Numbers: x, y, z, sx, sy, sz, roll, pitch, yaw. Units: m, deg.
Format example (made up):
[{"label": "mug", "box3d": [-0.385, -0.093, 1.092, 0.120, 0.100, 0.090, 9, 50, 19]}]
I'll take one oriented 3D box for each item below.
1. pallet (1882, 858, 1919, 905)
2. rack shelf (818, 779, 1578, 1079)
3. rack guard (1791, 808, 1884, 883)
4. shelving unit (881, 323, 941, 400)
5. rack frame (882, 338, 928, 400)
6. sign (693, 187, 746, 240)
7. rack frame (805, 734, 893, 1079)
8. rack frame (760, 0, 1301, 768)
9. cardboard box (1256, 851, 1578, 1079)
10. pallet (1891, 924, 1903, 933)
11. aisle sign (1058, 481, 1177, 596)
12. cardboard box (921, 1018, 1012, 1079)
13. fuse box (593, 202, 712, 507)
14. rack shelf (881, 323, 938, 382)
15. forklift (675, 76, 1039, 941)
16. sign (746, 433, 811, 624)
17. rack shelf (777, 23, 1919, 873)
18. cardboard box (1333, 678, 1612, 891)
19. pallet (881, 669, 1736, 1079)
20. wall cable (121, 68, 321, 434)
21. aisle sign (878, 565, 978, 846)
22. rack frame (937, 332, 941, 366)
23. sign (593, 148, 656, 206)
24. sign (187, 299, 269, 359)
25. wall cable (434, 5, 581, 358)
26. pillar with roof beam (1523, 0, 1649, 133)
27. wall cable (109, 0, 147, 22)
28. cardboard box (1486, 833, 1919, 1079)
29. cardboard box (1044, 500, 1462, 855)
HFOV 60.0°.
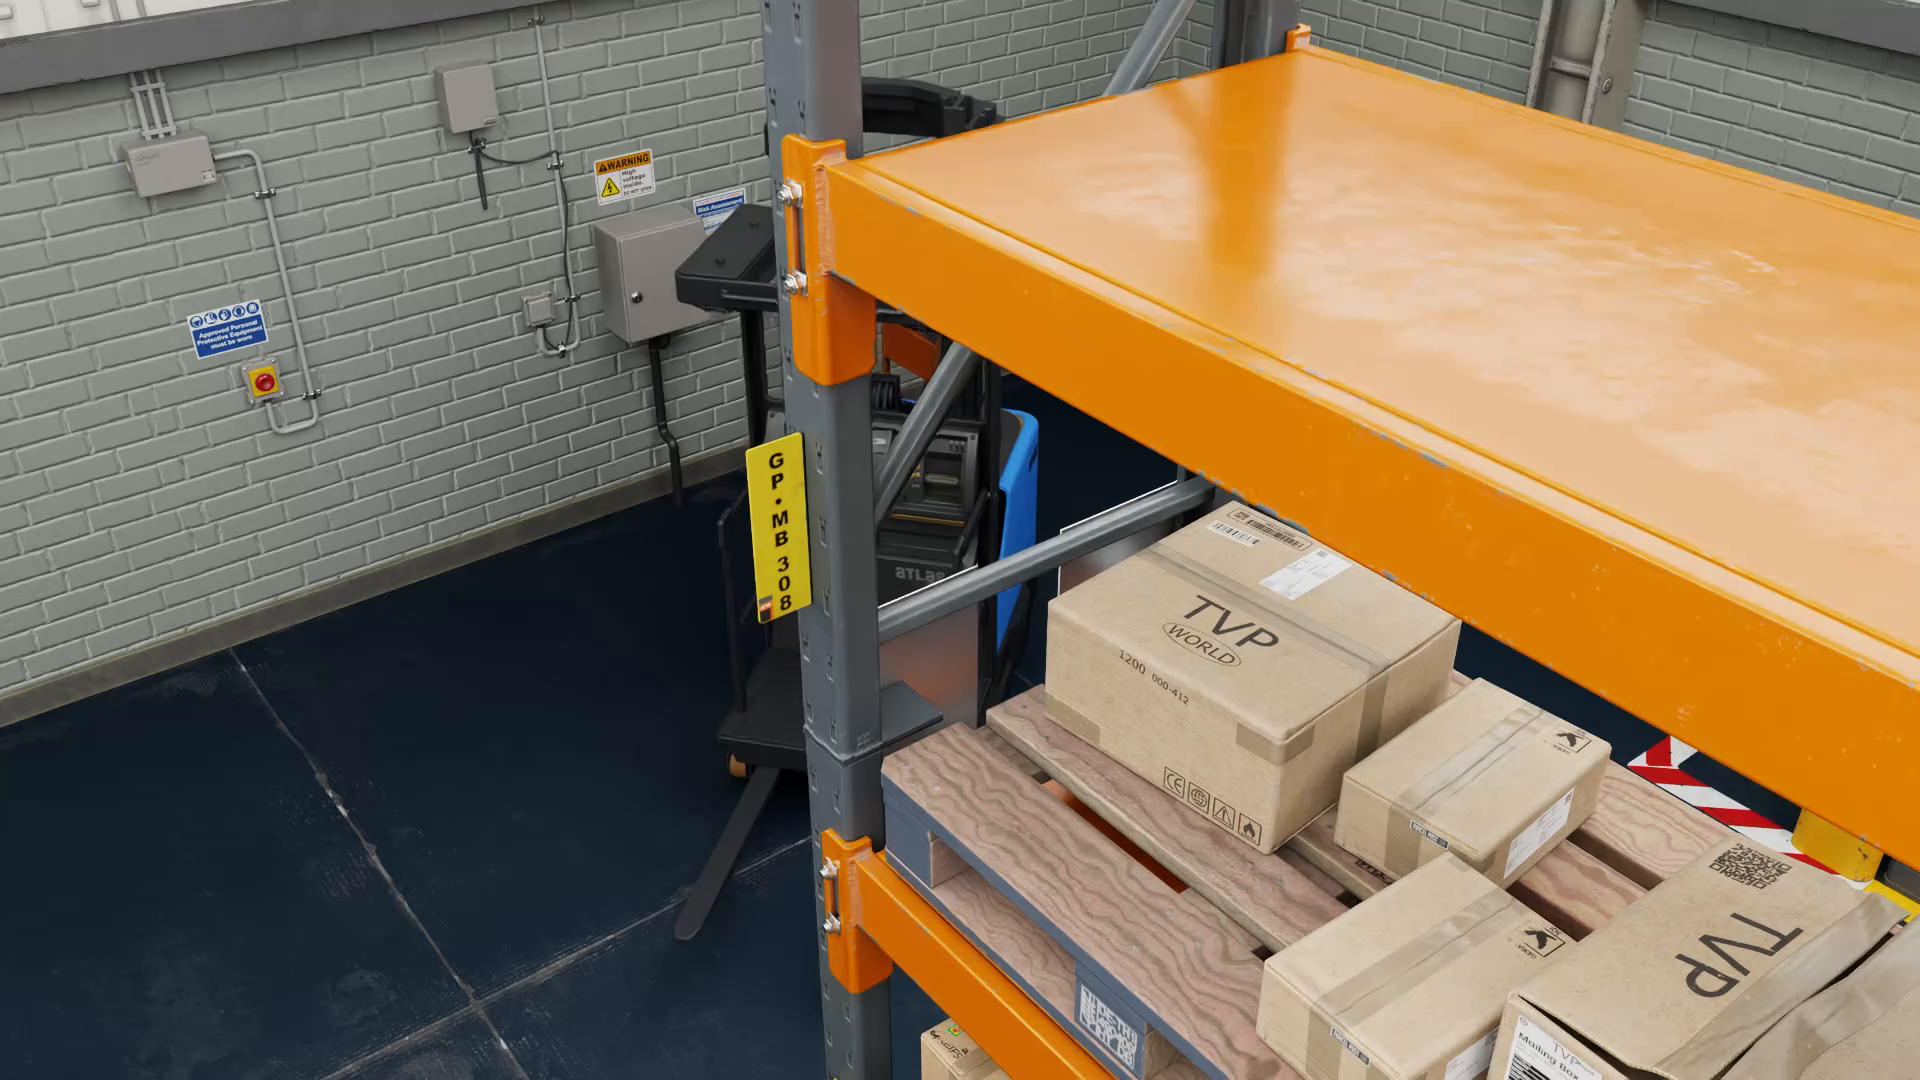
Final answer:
[{"label": "pallet", "box3d": [4.606, 1.427, 6.752, 1.003, 0.211, 1.213, -22, 38, -31]}, {"label": "rack shelf", "box3d": [1.377, 1.351, 2.070, 1.077, 0.370, 4.000, -22, 38, -31]}, {"label": "rack guard", "box3d": [4.116, 0.973, 7.210, 1.175, 0.500, 0.348, -22, 38, -31]}, {"label": "shelving unit", "box3d": [-0.101, -0.961, 8.807, 0.431, 2.100, 0.503, -22, 38, -31]}, {"label": "rack frame", "box3d": [-0.251, -1.063, 8.971, 0.400, 2.100, 0.015, -22, 38, -31]}, {"label": "sign", "box3d": [-1.313, -1.681, 9.203, 0.329, 0.494, 0.001, -22, 38, -31]}, {"label": "rack frame", "box3d": [0.151, 1.486, 4.014, 1.000, 3.000, 0.127, -22, 38, -31]}, {"label": "rack frame", "box3d": [0.151, -1.062, 2.431, 1.000, 3.000, 0.127, -22, 38, -31]}, {"label": "cardboard box", "box3d": [0.636, 0.626, 2.301, 0.380, 0.149, 0.250, -21, 37, -30]}, {"label": "pallet", "box3d": [1.366, 1.064, 1.934, 1.003, 0.211, 1.213, -22, 38, -31]}, {"label": "aisle sign", "box3d": [0.352, 0.252, 3.538, 0.394, 0.787, 0.004, -22, 38, -31]}, {"label": "cardboard box", "box3d": [0.150, 0.981, 3.170, 0.380, 0.149, 0.250, -21, 38, -30]}, {"label": "fuse box", "box3d": [-1.577, -0.928, 9.122, 0.539, 1.711, 0.414, -22, 38, -31]}, {"label": "rack shelf", "box3d": [-0.101, -0.949, 8.814, 0.431, 0.518, 0.480, -22, 38, -31]}, {"label": "forklift", "box3d": [-0.428, -0.270, 6.907, 1.130, 2.935, 3.031, 7, 33, 11]}, {"label": "sign", "box3d": [-0.291, -0.016, 2.686, 0.100, 0.325, 0.005, -22, 38, -31]}, {"label": "rack shelf", "box3d": [1.377, 0.247, 1.384, 1.077, 0.370, 4.000, -22, 38, -31]}, {"label": "cardboard box", "box3d": [0.818, 0.405, 2.657, 0.380, 0.149, 0.250, -26, 40, -35]}, {"label": "pallet", "box3d": [0.614, 0.556, 2.753, 1.003, 0.211, 1.213, -22, 38, -31]}, {"label": "wall cable", "box3d": [-3.325, -1.301, 7.509, 0.585, 1.953, 0.123, -22, 38, -31]}, {"label": "aisle sign", "box3d": [-0.122, 0.446, 3.225, 0.394, 0.787, 0.004, -22, 38, -31]}, {"label": "rack frame", "box3d": [0.048, -0.859, 8.643, 0.400, 2.100, 0.015, -22, 38, -31]}, {"label": "sign", "box3d": [-1.747, -1.894, 8.674, 0.339, 0.242, 0.001, -22, 38, -31]}, {"label": "sign", "box3d": [-3.401, -0.981, 7.730, 0.327, 0.218, 0.001, -22, 38, -31]}, {"label": "wall cable", "box3d": [-2.212, -1.751, 8.264, 0.588, 1.984, 0.122, -22, 38, -31]}, {"label": "pillar with roof beam", "box3d": [-0.273, -2.692, 5.055, 9.100, 9.000, 0.400, -22, 38, -31]}, {"label": "wall cable", "box3d": [-3.560, -3.342, 6.101, 0.463, 3.000, 0.029, -22, 38, -31]}, {"label": "cardboard box", "box3d": [1.029, 0.669, 2.078, 0.500, 0.311, 0.500, -22, 38, -31]}, {"label": "cardboard box", "box3d": [0.498, 0.213, 2.870, 0.500, 0.250, 0.500, -26, 40, -36]}]
